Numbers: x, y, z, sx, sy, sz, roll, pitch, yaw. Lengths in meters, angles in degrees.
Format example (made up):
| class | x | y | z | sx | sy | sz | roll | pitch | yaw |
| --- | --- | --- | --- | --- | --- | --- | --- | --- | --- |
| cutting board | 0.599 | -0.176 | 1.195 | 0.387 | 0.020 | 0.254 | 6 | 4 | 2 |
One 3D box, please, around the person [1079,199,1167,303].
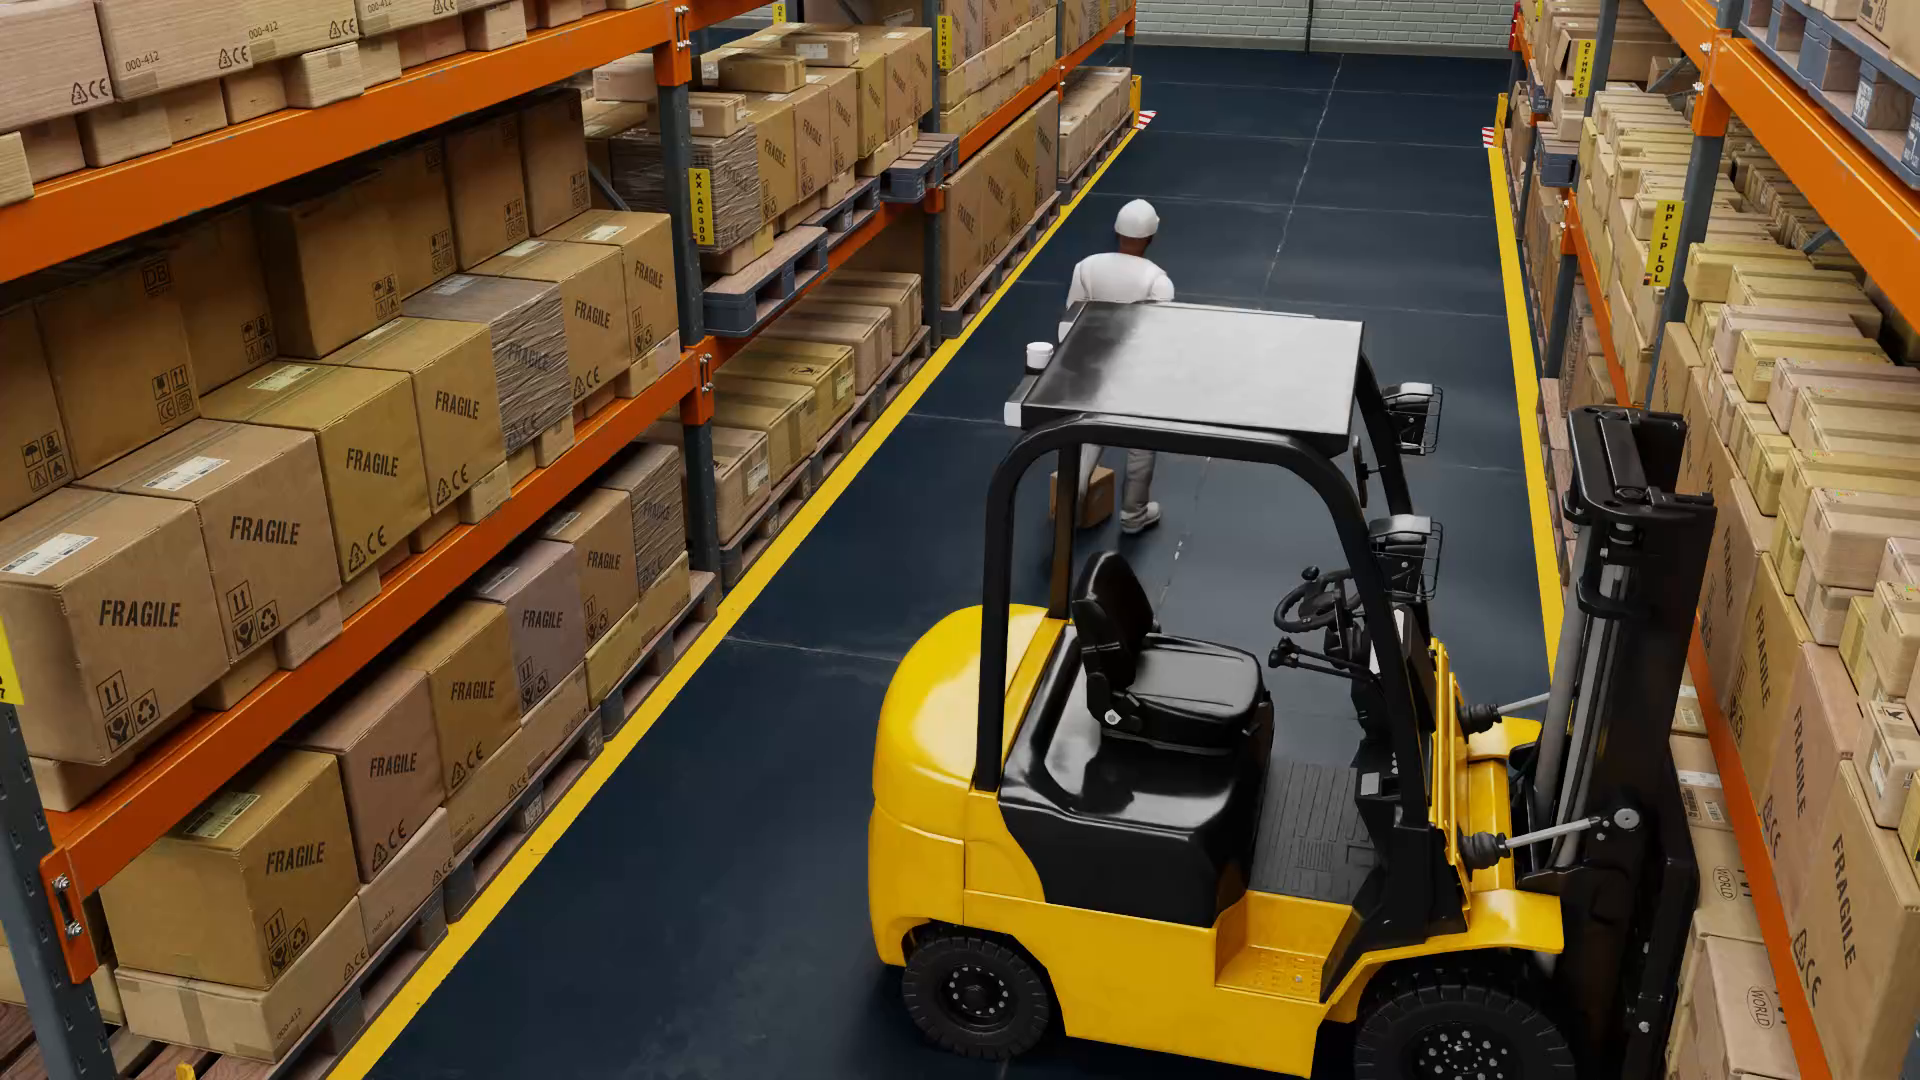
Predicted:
| class | x | y | z | sx | sy | sz | roll | pitch | yaw |
| --- | --- | --- | --- | --- | --- | --- | --- | --- | --- |
| person | 0.805 | -1.148 | 8.234 | 0.587 | 1.082 | 0.371 | 13 | 28 | 26 |
